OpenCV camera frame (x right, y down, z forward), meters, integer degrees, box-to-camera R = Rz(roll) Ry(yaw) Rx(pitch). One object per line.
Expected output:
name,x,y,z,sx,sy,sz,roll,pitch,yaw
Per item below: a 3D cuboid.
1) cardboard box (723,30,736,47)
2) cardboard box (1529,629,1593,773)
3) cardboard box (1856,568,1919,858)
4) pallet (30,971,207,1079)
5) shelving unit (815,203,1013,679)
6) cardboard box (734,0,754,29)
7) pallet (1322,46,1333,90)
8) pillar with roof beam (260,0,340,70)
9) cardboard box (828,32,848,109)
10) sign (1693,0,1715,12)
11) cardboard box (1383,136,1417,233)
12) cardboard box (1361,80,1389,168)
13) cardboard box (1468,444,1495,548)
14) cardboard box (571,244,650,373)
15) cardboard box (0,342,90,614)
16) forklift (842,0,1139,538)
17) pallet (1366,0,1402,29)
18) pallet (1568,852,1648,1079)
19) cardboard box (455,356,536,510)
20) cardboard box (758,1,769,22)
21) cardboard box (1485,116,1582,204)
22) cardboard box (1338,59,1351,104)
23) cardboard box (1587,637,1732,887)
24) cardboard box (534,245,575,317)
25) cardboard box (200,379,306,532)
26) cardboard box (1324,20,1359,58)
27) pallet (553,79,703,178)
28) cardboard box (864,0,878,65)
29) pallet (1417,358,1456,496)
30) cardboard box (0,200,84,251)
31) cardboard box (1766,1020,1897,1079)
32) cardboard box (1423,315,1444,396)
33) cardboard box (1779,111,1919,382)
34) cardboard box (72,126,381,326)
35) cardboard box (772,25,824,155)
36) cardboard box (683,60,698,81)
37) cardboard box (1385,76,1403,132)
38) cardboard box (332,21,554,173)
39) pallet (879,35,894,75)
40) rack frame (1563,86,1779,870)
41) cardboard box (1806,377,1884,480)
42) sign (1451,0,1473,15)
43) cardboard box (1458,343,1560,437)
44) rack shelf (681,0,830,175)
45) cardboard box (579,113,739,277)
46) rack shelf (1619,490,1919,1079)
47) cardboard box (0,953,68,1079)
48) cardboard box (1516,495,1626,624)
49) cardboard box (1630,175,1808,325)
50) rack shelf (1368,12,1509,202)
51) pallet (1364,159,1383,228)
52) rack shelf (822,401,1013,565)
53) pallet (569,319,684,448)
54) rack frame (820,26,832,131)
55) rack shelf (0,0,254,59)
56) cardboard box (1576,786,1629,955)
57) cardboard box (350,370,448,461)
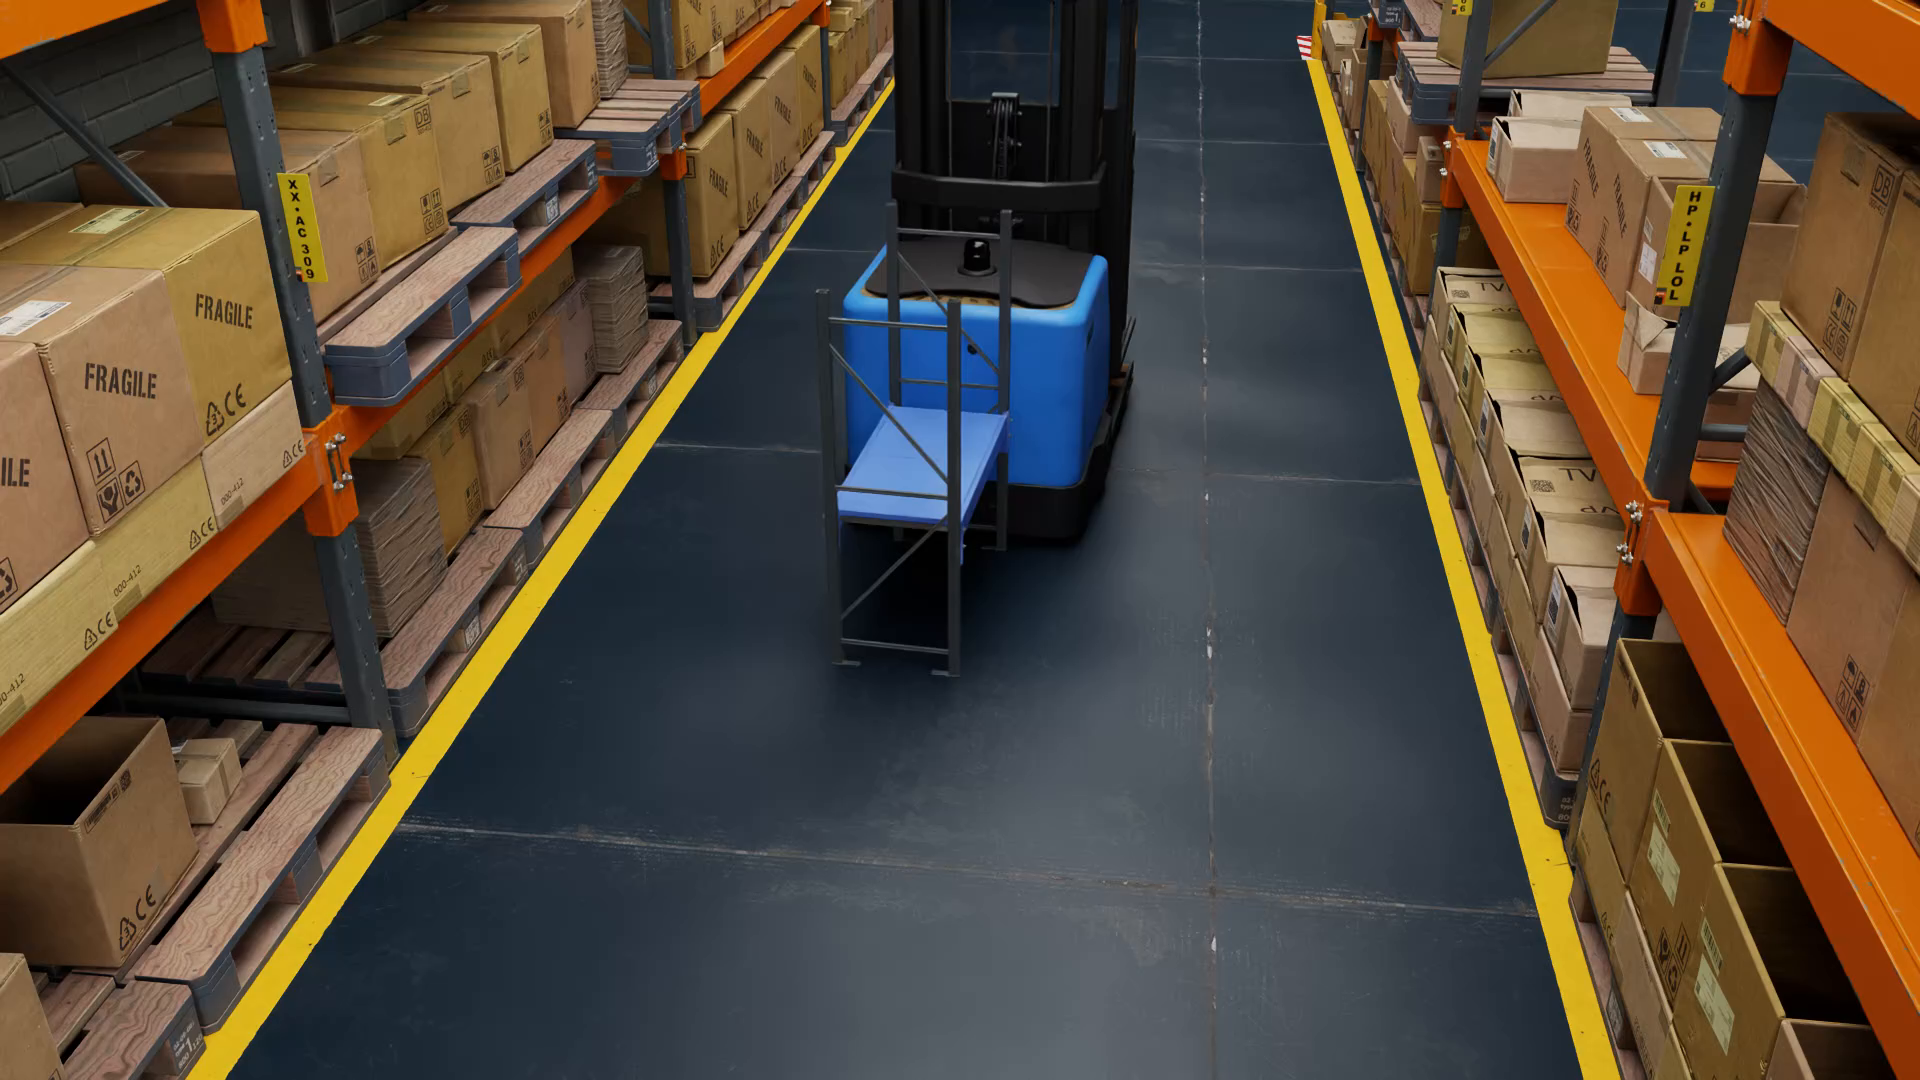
cardboard box,-1.575,-3.087,10.062,0.380,0.149,0.250,4,29,7
cardboard box,2.215,0.542,5.537,0.500,0.250,0.500,3,28,6
cardboard box,2.280,0.378,3.279,0.700,0.500,0.500,4,29,7
pallet,-2.660,1.564,4.124,1.003,0.211,1.213,3,28,6
shelving unit,-0.144,-0.403,6.416,0.538,1.500,1.048,5,29,10
cardboard box,-1.526,-3.317,9.805,0.500,0.500,0.500,3,28,6
pallet,3.816,-4.281,14.974,1.003,0.211,1.213,3,28,6
pillar with roof beam,1.280,-4.270,5.687,9.100,9.000,0.400,3,28,6
cardboard box,-1.292,-3.754,13.248,0.700,0.500,0.500,4,29,7
sign,3.493,-2.633,7.754,0.100,0.325,0.005,3,28,6
cardboard box,2.945,-2.192,10.328,0.500,0.500,0.500,2,28,4
cardboard box,3.131,-2.917,11.673,0.500,0.500,0.500,2,28,4
cardboard box,2.404,-0.176,6.870,0.500,0.250,0.500,4,29,7
cardboard box,-2.012,-1.192,8.471,0.700,0.500,0.500,4,29,7
cardboard box,-2.344,-0.118,3.653,0.500,0.500,0.500,3,28,5
forklift,0.292,-1.978,7.831,1.130,2.935,3.031,5,29,10
pallet,3.225,-3.583,10.940,1.003,0.211,1.213,3,28,6
pallet,2.312,1.328,4.562,1.003,0.211,1.213,3,28,6
cardboard box,-2.276,-0.482,7.154,0.700,0.500,0.500,4,29,7
cardboard box,-1.445,-3.450,10.736,0.380,0.149,0.250,3,28,5
cardboard box,2.640,-1.705,7.347,0.500,0.311,0.500,3,28,6
cardboard box,3.312,-3.685,13.298,0.500,0.311,0.500,3,28,6
cardboard box,2.084,0.624,4.594,0.500,0.500,0.500,3,28,6
cardboard box,-2.144,-1.257,7.802,0.500,0.250,0.500,4,29,7
cardboard box,-2.223,-0.260,4.706,0.500,0.250,0.500,3,29,6
cardboard box,3.512,-4.428,14.742,0.500,0.250,0.500,3,28,6
pallet,-1.957,-2.014,8.028,1.213,0.211,1.003,3,28,6
cardboard box,-1.104,-4.483,14.601,0.700,0.500,0.500,2,28,5
pallet,2.802,-0.541,8.032,1.003,0.211,1.213,3,28,6
cardboard box,-2.730,-0.621,4.587,0.500,0.500,0.500,3,28,5
cardboard box,1.902,1.330,3.284,0.500,0.500,0.500,3,28,6
cardboard box,2.586,-0.899,8.213,0.500,0.250,0.500,3,28,6
cardboard box,2.403,-0.677,3.871,0.700,0.500,0.500,3,29,6
cardboard box,-2.369,-1.033,5.435,0.700,0.500,0.500,3,29,6
cardboard box,-1.436,-3.248,11.940,0.750,0.750,0.750,4,29,7
cardboard box,-1.665,-2.598,9.154,0.380,0.149,0.250,4,29,7
cardboard box,3.008,-2.776,10.622,0.500,0.250,0.500,3,29,6
cardboard box,-2.153,-1.868,6.986,0.700,0.500,0.500,3,28,6
pallet,-1.015,-4.597,15.561,1.003,0.211,1.213,3,28,6
rack frame,2.451,-0.271,4.591,1.000,3.000,0.127,3,28,6
cardboard box,2.166,-0.246,3.755,0.380,0.149,0.250,3,28,5
sign,2.402,-2.656,7.880,0.100,0.325,0.005,3,28,6
cardboard box,2.465,-0.658,7.174,0.500,0.311,0.500,3,28,5
rack shelf,-1.730,-3.065,10.535,1.077,0.370,4.000,3,28,6
cardboard box,-1.755,-2.017,9.656,0.750,0.750,0.750,3,28,6
rack shelf,2.206,0.987,3.014,1.077,0.370,4.000,3,28,6
cardboard box,-2.572,1.301,3.844,0.700,0.500,0.500,2,28,3
cardboard box,2.274,0.055,5.851,0.500,0.311,0.500,4,29,8
cardboard box,2.626,-0.924,5.697,0.500,0.500,0.500,5,29,10
rack shelf,3.187,-2.779,10.004,1.077,0.370,4.000,3,28,6
pallet,3.370,-2.424,11.528,1.003,0.211,1.213,3,28,6
rack shelf,-0.144,-0.244,6.501,0.538,0.185,1.000,5,29,10
pallet,-2.072,-0.845,8.596,1.003,0.211,1.213,3,28,6
rack frame,-1.485,-4.323,12.112,1.000,3.000,0.127,3,28,6
rack shelf,-2.710,-0.620,2.834,1.077,0.370,4.000,3,28,6
cardboard box,2.094,0.955,4.771,0.500,0.250,0.500,3,28,6
cardboard box,-2.341,-0.536,6.463,0.500,0.250,0.500,3,28,5
